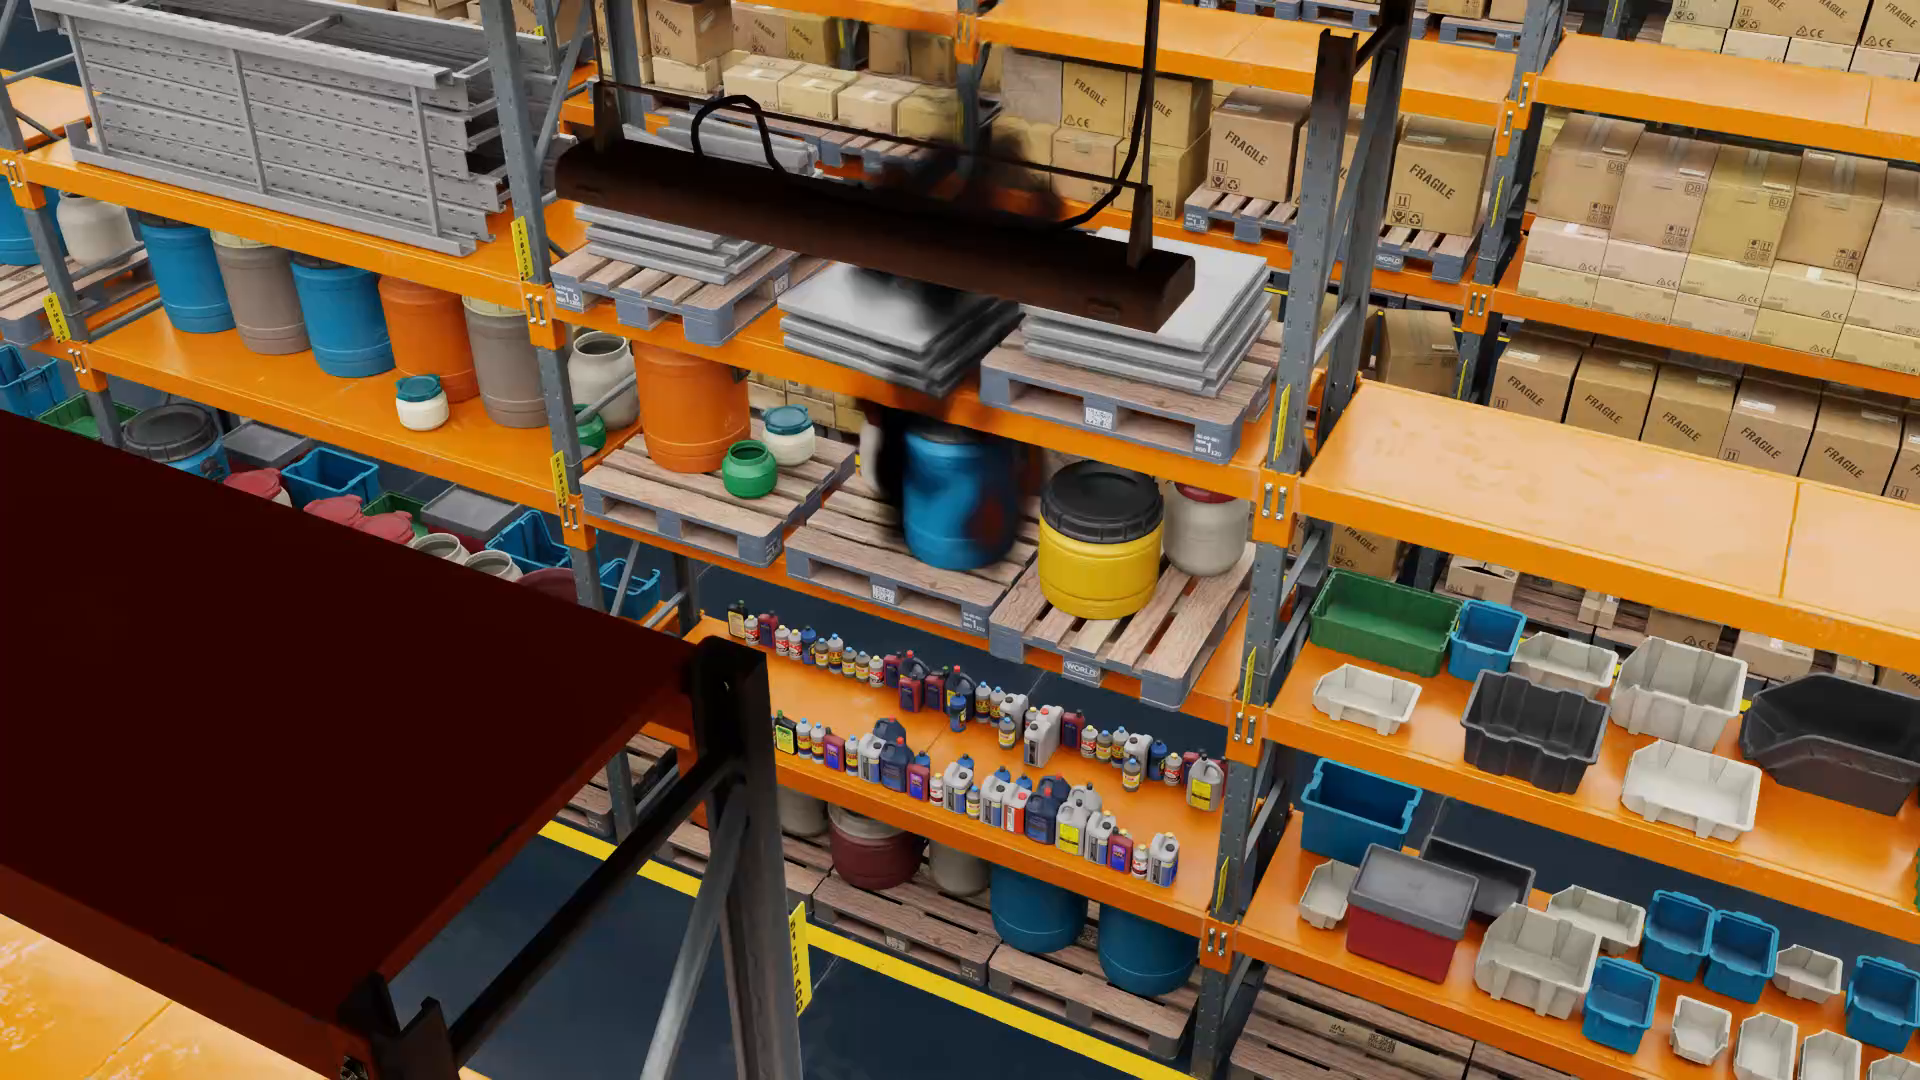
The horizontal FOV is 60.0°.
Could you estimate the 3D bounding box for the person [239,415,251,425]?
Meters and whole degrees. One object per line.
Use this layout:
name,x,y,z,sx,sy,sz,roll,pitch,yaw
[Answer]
person,-5.969,-1.213,13.989,0.834,1.687,0.715,13,37,18
